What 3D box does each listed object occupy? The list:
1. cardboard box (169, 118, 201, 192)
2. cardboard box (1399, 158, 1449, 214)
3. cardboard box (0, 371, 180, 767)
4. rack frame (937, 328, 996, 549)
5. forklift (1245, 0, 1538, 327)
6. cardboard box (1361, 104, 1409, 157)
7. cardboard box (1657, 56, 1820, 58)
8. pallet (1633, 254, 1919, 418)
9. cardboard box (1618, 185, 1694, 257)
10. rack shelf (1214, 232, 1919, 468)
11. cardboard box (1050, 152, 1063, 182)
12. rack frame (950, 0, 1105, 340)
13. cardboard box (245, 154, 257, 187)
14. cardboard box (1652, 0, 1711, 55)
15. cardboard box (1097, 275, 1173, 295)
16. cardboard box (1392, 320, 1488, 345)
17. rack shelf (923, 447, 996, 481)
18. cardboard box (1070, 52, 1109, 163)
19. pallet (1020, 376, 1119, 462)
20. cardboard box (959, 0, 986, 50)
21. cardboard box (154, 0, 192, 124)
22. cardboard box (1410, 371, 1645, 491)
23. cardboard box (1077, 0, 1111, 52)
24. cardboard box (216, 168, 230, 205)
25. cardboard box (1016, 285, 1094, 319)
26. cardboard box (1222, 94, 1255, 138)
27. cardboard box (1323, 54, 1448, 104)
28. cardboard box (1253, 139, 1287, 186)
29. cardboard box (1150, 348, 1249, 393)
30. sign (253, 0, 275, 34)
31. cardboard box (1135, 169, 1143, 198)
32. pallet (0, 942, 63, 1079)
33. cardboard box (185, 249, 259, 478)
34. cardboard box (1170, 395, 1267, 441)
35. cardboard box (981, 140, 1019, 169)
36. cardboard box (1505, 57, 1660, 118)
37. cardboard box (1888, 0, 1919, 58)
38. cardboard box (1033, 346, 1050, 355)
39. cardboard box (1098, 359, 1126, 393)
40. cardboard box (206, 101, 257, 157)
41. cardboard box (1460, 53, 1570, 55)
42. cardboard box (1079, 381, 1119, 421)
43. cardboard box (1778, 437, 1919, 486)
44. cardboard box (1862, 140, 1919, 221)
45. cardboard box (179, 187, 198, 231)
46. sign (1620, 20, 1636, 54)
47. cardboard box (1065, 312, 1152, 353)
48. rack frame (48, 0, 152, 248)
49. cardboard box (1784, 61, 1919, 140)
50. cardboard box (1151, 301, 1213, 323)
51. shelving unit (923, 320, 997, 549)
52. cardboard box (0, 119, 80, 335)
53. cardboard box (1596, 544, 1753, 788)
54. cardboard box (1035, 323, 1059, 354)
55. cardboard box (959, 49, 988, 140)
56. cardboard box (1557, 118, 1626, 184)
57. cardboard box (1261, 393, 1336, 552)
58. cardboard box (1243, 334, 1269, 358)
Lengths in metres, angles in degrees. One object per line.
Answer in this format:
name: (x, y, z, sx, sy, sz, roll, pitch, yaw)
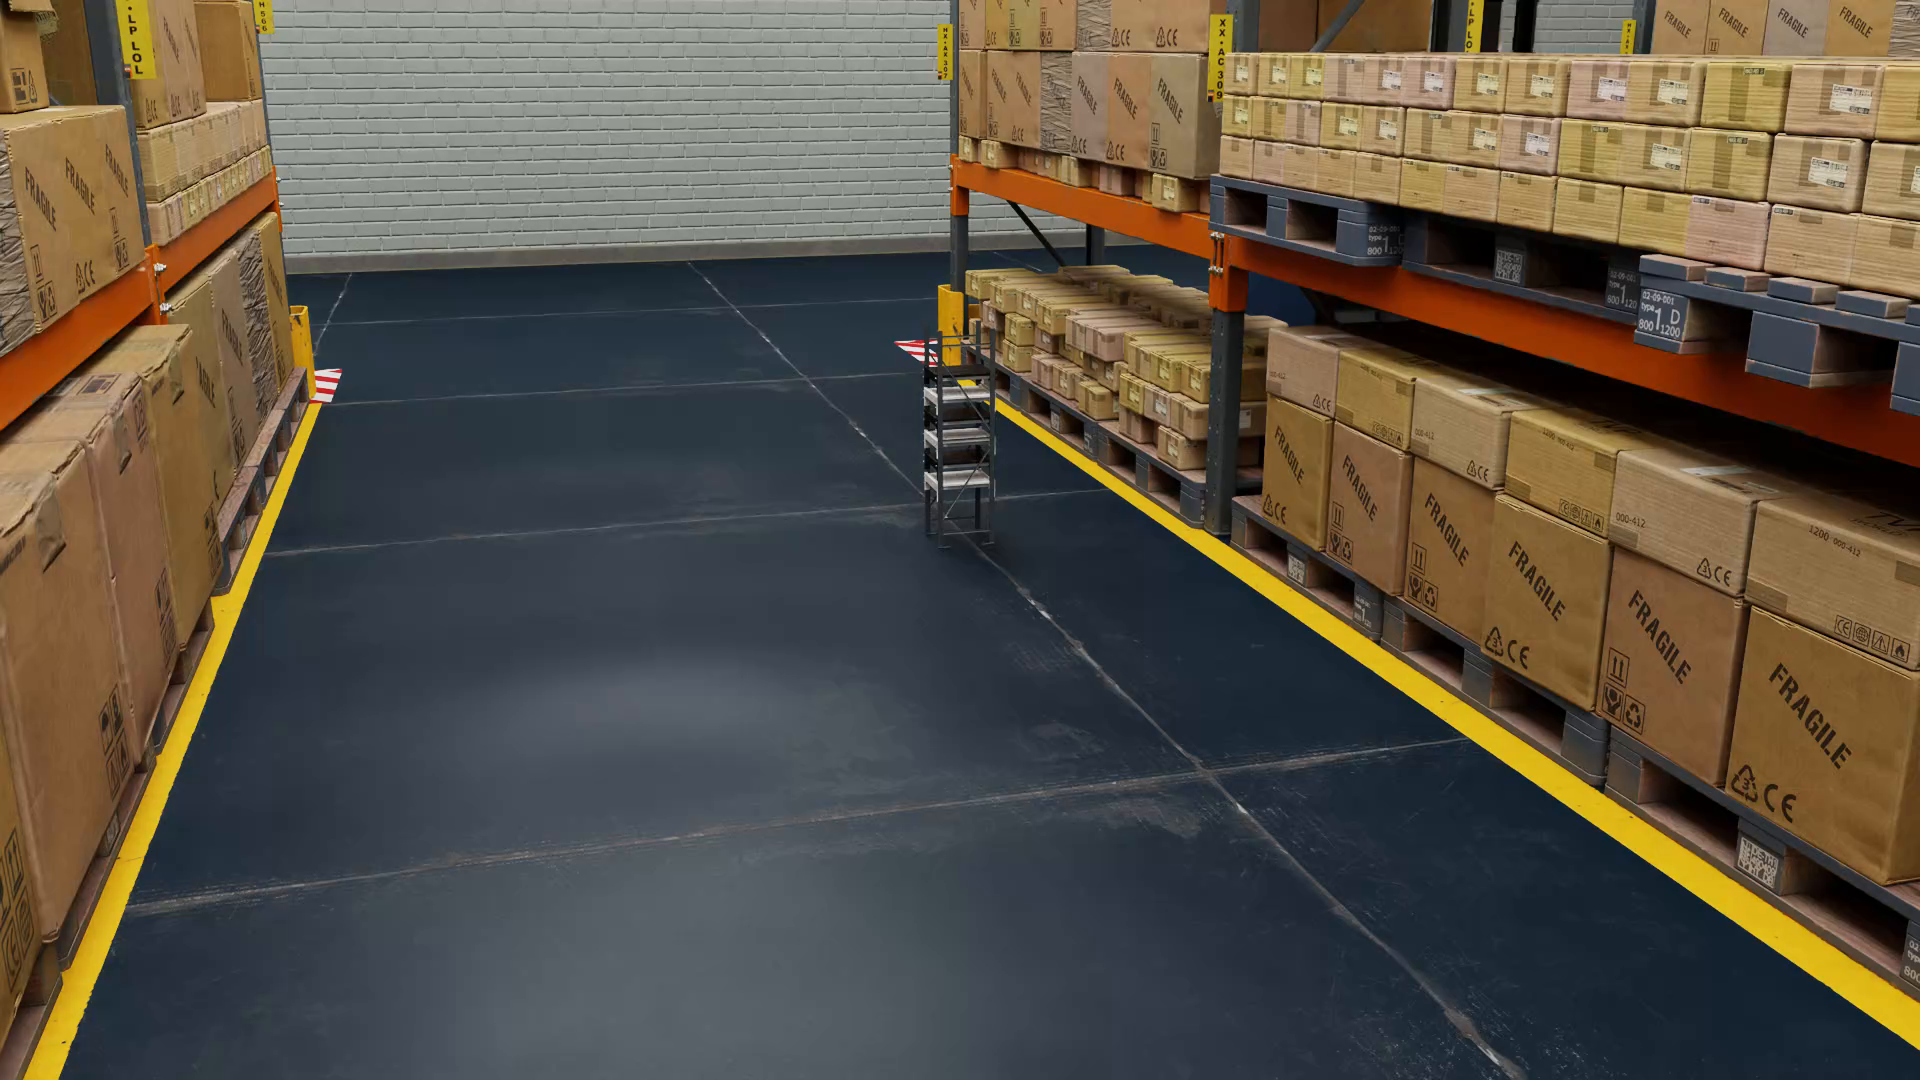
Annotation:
cardboard box: (-3.272, -1.497, 6.464, 0.500, 0.250, 0.500, -5, 17, -16)
cardboard box: (1.564, -1.076, 5.028, 0.380, 0.149, 0.250, -5, 17, -16)
cardboard box: (-2.822, 0.102, 4.363, 1.225, 0.875, 0.875, -5, 18, -17)
rack frame: (0.026, -0.405, 6.736, 0.240, 0.900, 0.006, -5, 17, -15)
forklift: (2.573, -2.044, 8.663, 1.130, 2.935, 3.031, -4, 17, -14)
cardboard box: (1.492, -1.290, 5.224, 0.380, 0.149, 0.250, -4, 17, -13)
cardboard box: (2.265, -1.337, 4.861, 0.380, 0.149, 0.250, -5, 17, -16)
pallet: (2.335, -0.492, 3.710, 1.213, 0.211, 1.003, -5, 17, -15)
cardboard box: (1.853, -0.785, 4.059, 0.380, 0.149, 0.250, -5, 17, -16)
rack shelf: (2.083, -0.604, 4.999, 1.077, 0.370, 4.000, -5, 17, -15)
cardboard box: (0.686, -1.945, 8.649, 0.380, 0.149, 0.250, -4, 17, -13)
rack frame: (0.434, -2.608, 10.421, 1.000, 3.000, 0.127, -5, 17, -15)
cardboard box: (-3.739, -1.840, 8.301, 0.380, 0.149, 0.250, -4, 17, -14)
cardboard box: (5.024, -3.399, 11.141, 0.500, 0.500, 0.500, -5, 17, -16)
cardboard box: (1.031, -1.467, 9.812, 0.380, 0.149, 0.250, -5, 17, -16)
cardboard box: (1.982, -0.679, 6.309, 0.500, 0.250, 0.500, -5, 17, -17)
rack shelf: (-0.002, -0.315, 6.866, 0.258, 0.077, 0.200, -5, 17, -15)
cardboard box: (0.852, -2.085, 7.988, 0.500, 0.500, 0.500, -5, 17, -16)
pallet: (0.976, -0.687, 8.873, 1.003, 0.211, 1.213, -5, 17, -15)
cardboard box: (0.303, -3.132, 9.736, 0.500, 0.500, 0.500, -5, 17, -16)
cardboard box: (-3.277, -1.857, 6.359, 0.500, 0.500, 0.500, -5, 17, -15)
cardboard box: (1.767, -0.351, 5.218, 0.500, 0.250, 0.500, -4, 17, -13)
cardboard box: (0.870, -2.565, 7.847, 0.500, 0.500, 0.500, -4, 17, -14)
cardboard box: (-3.454, -1.556, 7.356, 0.380, 0.149, 0.250, -5, 17, -17)
cardboard box: (0.537, -1.348, 9.418, 0.380, 0.149, 0.250, -6, 18, -18)
cardboard box: (1.200, -1.580, 6.186, 0.380, 0.149, 0.250, -4, 17, -14)
cardboard box: (1.416, -1.505, 5.421, 0.380, 0.149, 0.250, -5, 17, -16)
cardboard box: (1.282, -1.361, 5.975, 0.380, 0.149, 0.250, -4, 17, -14)
cardboard box: (1.077, -0.768, 7.485, 0.380, 0.149, 0.250, -4, 17, -15)
sign: (-3.837, -2.951, 9.137, 0.100, 0.325, 0.005, -5, 17, -15)
cardboard box: (1.034, -1.660, 7.700, 0.380, 0.149, 0.250, -5, 17, -17)
pallet: (-2.308, 1.080, 2.988, 1.003, 0.211, 1.213, -5, 17, -15)
cardboard box: (-3.615, -0.759, 7.228, 0.875, 0.875, 0.875, -5, 17, -15)
cardboard box: (1.141, -0.542, 7.250, 0.380, 0.149, 0.250, -4, 17, -14)
cardboard box: (0.341, -2.226, 9.587, 0.380, 0.149, 0.250, -5, 17, -17)
cardboard box: (1.704, -1.218, 4.466, 0.380, 0.149, 0.250, -4, 17, -13)
cardboard box: (5.590, -2.837, 9.272, 0.500, 0.500, 0.500, -4, 17, -15)
cardboard box: (0.623, -0.997, 9.283, 0.380, 0.149, 0.250, -5, 17, -15)
cardboard box: (0.901, -0.835, 8.225, 0.380, 0.149, 0.250, -4, 17, -14)
cardboard box: (-3.835, -2.061, 8.343, 0.500, 0.250, 0.500, -5, 17, -16)
cardboard box: (1.976, -1.626, 5.823, 0.380, 0.149, 0.250, -5, 18, -17)
cardboard box: (0.814, -0.705, 8.311, 0.380, 0.149, 0.250, -5, 17, -15)
cardboard box: (2.537, -0.108, 4.411, 0.500, 0.250, 0.500, -5, 17, -16)
cardboard box: (2.059, -0.719, 3.322, 0.380, 0.149, 0.250, -4, 17, -14)
cardboard box: (-3.170, -1.271, 6.405, 0.380, 0.149, 0.250, -4, 17, -13)
sign: (4.631, -3.438, 11.540, 0.100, 0.325, 0.005, -5, 17, -15)
cardboard box: (0.757, -1.055, 8.442, 0.380, 0.149, 0.250, -5, 18, -17)
rack frame: (-3.263, -1.137, 5.525, 1.000, 3.000, 0.127, -5, 17, -15)
cardboard box: (1.991, -0.930, 3.506, 0.380, 0.149, 0.250, -5, 17, -16)
cardboard box: (1.233, -1.168, 8.819, 0.380, 0.149, 0.250, -5, 17, -15)
shelving unit: (-0.002, -0.433, 6.830, 0.258, 0.900, 0.210, -5, 17, -15)
cardboard box: (-2.592, -0.796, 4.215, 0.500, 0.500, 0.500, -5, 17, -16)
cardboard box: (2.062, 0.296, 4.369, 0.500, 0.500, 0.500, -4, 17, -13)
cardboard box: (0.635, -1.135, 9.224, 0.380, 0.149, 0.250, -6, 18, -18)
cardboard box: (0.292, -2.652, 9.877, 0.500, 0.500, 0.500, -4, 17, -13)
cardboard box: (1.775, -1.004, 4.269, 0.380, 0.149, 0.250, -5, 17, -16)
cardboard box: (1.482, -0.280, 6.286, 0.500, 0.500, 0.500, -4, 17, -13)
cardboard box: (1.503, -0.881, 7.862, 0.380, 0.149, 0.250, -5, 17, -16)
